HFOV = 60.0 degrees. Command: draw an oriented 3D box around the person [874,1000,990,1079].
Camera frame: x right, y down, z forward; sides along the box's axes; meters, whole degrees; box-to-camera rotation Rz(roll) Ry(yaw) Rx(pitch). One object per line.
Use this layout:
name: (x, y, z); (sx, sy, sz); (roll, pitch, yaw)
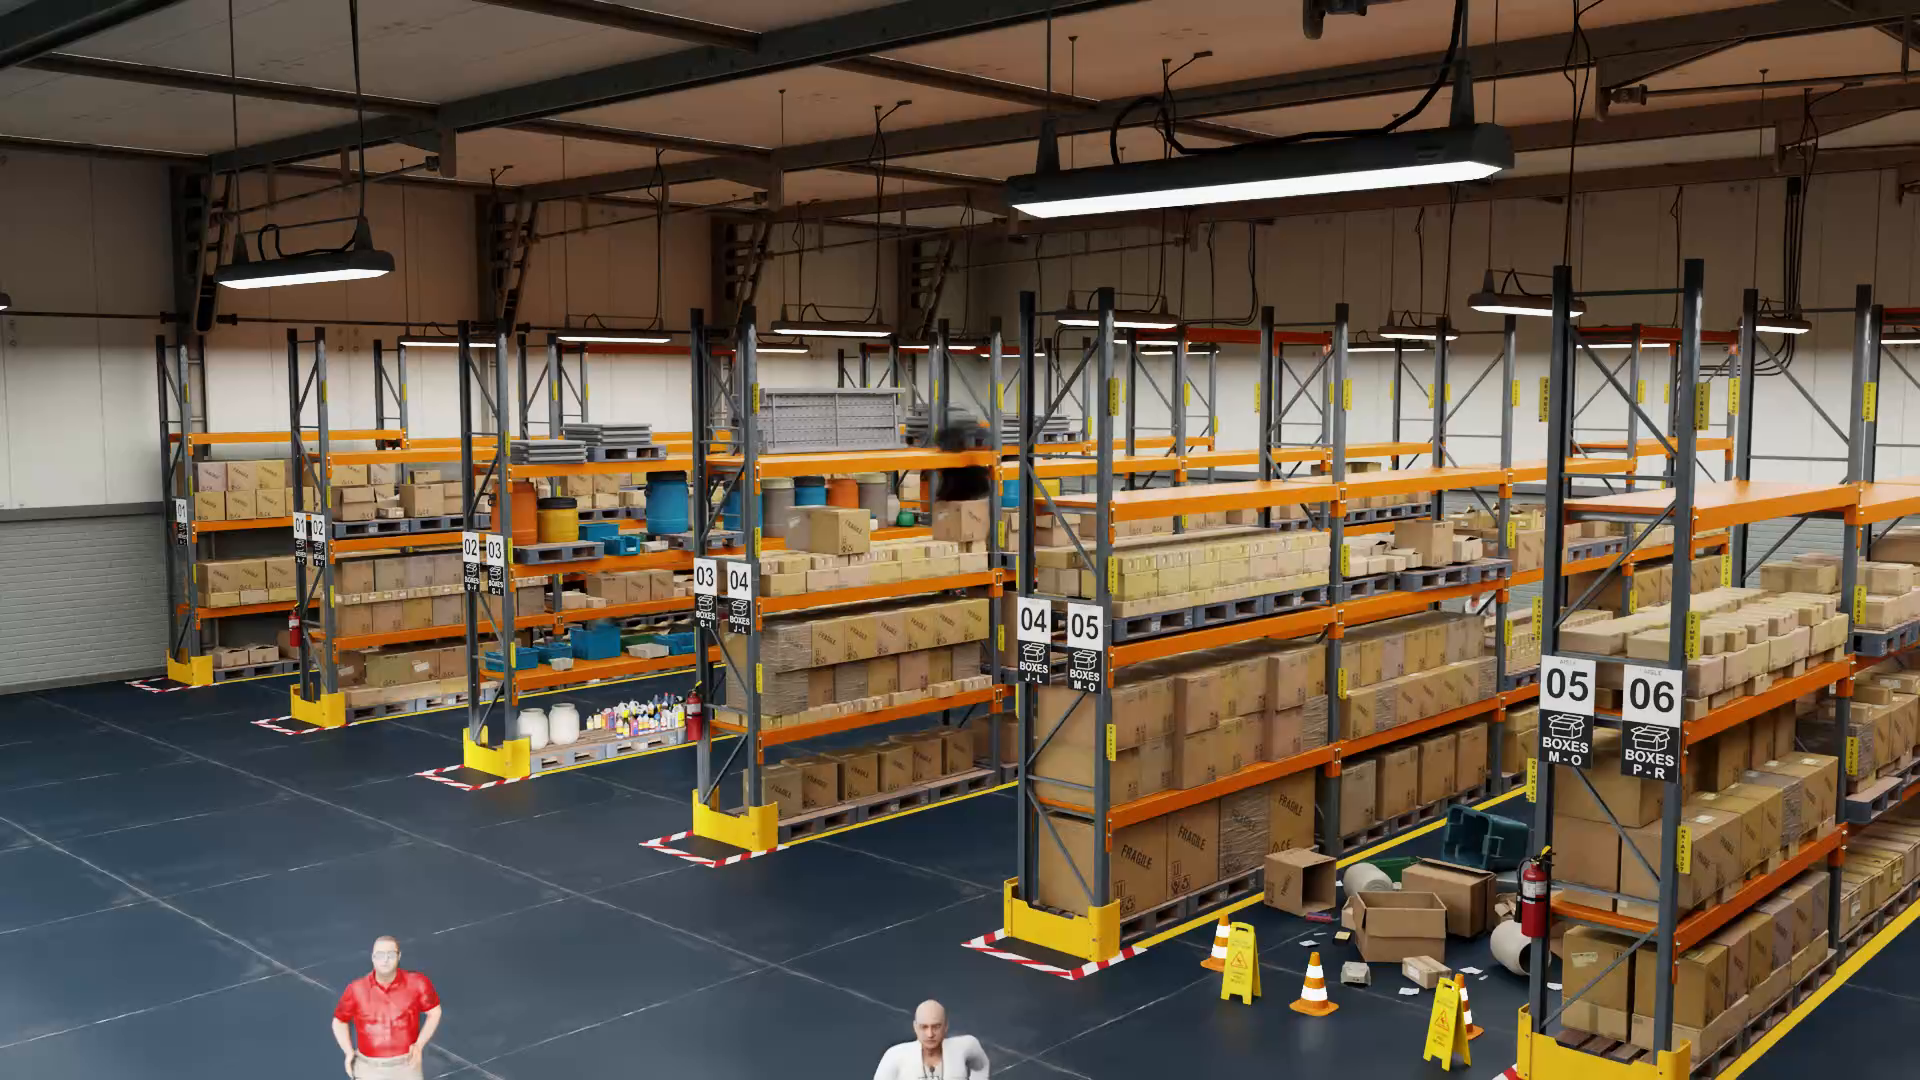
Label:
person: (-0.166, 3.416, 9.237); (0.668, 1.819, 0.984); (0, 5, 0)

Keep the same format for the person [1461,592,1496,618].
person: (8.831, 1.624, 28.392); (0.678, 1.754, 0.847); (4, 7, 37)

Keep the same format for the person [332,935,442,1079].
person: (-3.628, 3.339, 10.554); (0.664, 1.675, 0.602); (-2, 6, -17)

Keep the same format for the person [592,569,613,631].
person: (-6.697, 1.395, 30.891); (0.672, 1.740, 0.585); (5, 7, 41)
